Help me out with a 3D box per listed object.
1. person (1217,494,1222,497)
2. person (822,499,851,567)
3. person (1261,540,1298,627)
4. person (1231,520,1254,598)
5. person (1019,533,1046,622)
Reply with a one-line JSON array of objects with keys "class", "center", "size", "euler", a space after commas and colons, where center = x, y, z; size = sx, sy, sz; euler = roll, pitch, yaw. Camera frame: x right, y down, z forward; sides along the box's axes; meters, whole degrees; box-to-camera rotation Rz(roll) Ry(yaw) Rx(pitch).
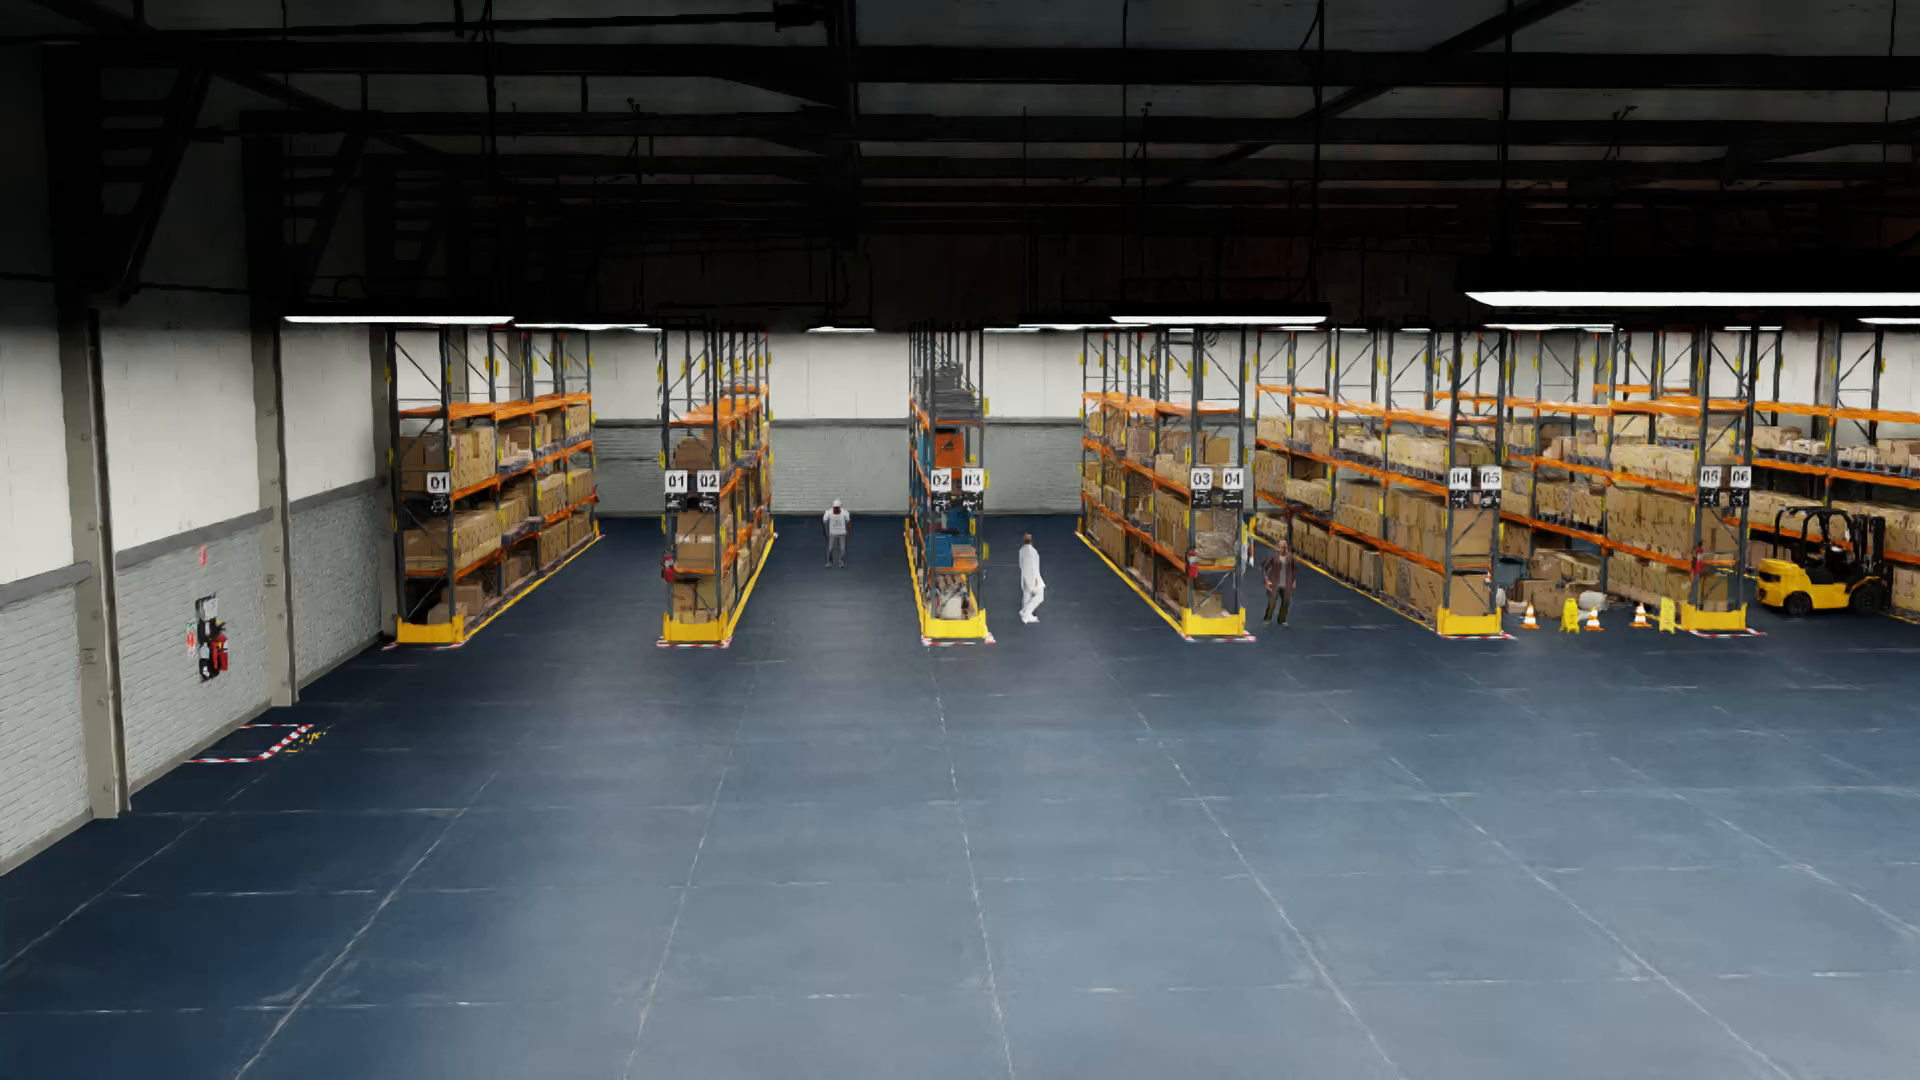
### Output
[{"class": "person", "center": [7.197, -0.879, 46.482], "size": [0.553, 1.709, 1.123], "euler": [0, 7, -1]}, {"class": "person", "center": [-3.034, -0.170, 40.923], "size": [0.719, 1.714, 0.578], "euler": [-1, 7, -4]}, {"class": "person", "center": [6.245, 0.852, 32.567], "size": [0.729, 1.734, 0.546], "euler": [-1, 7, -6]}, {"class": "person", "center": [6.112, 0.385, 36.275], "size": [0.564, 1.736, 1.044], "euler": [-1, 7, -4]}, {"class": "person", "center": [1.389, 0.753, 33.130], "size": [0.517, 1.779, 0.634], "euler": [-4, 8, -30]}]
